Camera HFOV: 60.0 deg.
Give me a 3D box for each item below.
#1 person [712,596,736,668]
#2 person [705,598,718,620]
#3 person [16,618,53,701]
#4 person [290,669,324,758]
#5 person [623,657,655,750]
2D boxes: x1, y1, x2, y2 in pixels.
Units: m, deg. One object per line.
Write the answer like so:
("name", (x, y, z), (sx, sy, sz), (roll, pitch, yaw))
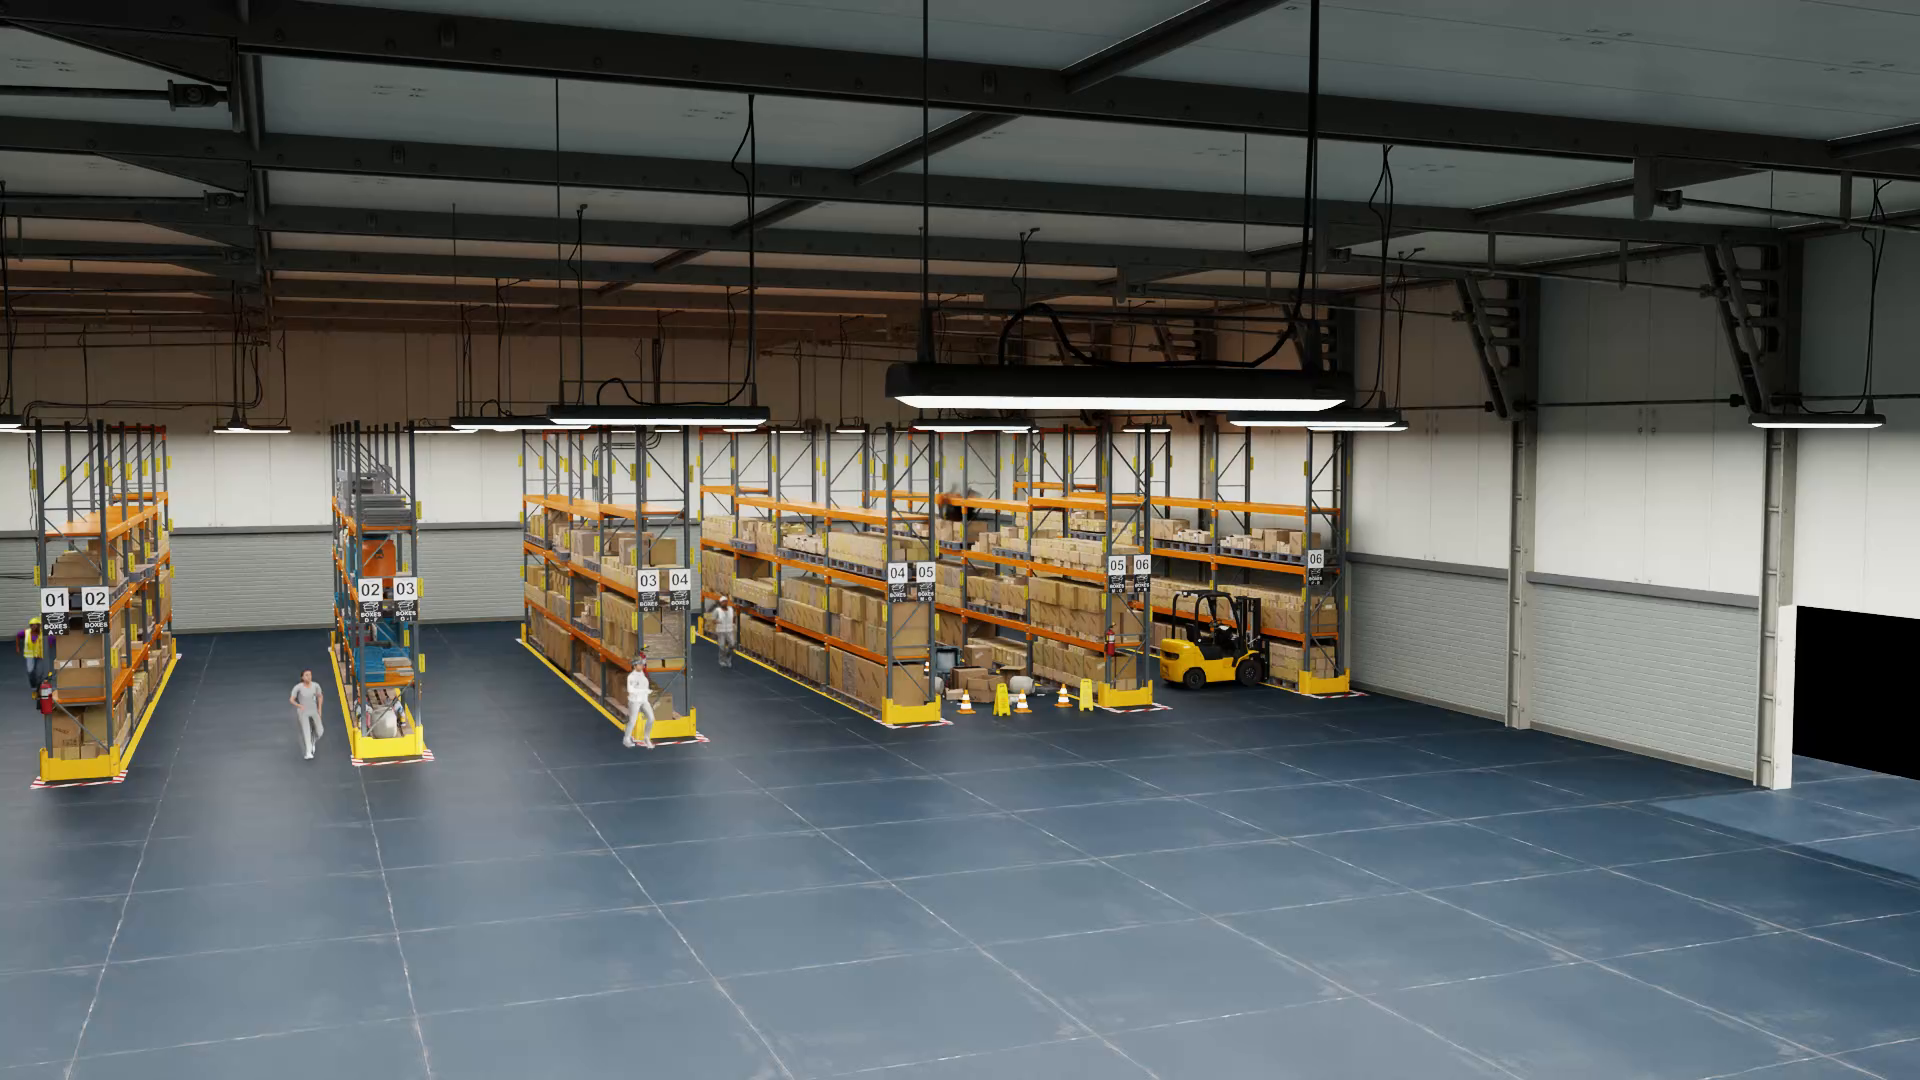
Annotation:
("person", (-5.767, 2.281, 40.961), (0.662, 1.782, 0.644), (-2, 4, -23))
("person", (-7.282, 1.818, 49.425), (0.682, 1.715, 0.636), (-2, 4, -25))
("person", (-20.164, 2.587, 36.248), (0.729, 1.787, 0.837), (-2, 4, -25))
("person", (-11.534, 3.078, 29.410), (0.590, 1.621, 0.586), (-3, 5, -39))
("person", (-5.853, 2.984, 30.331), (0.698, 1.741, 0.617), (2, 4, 31))
